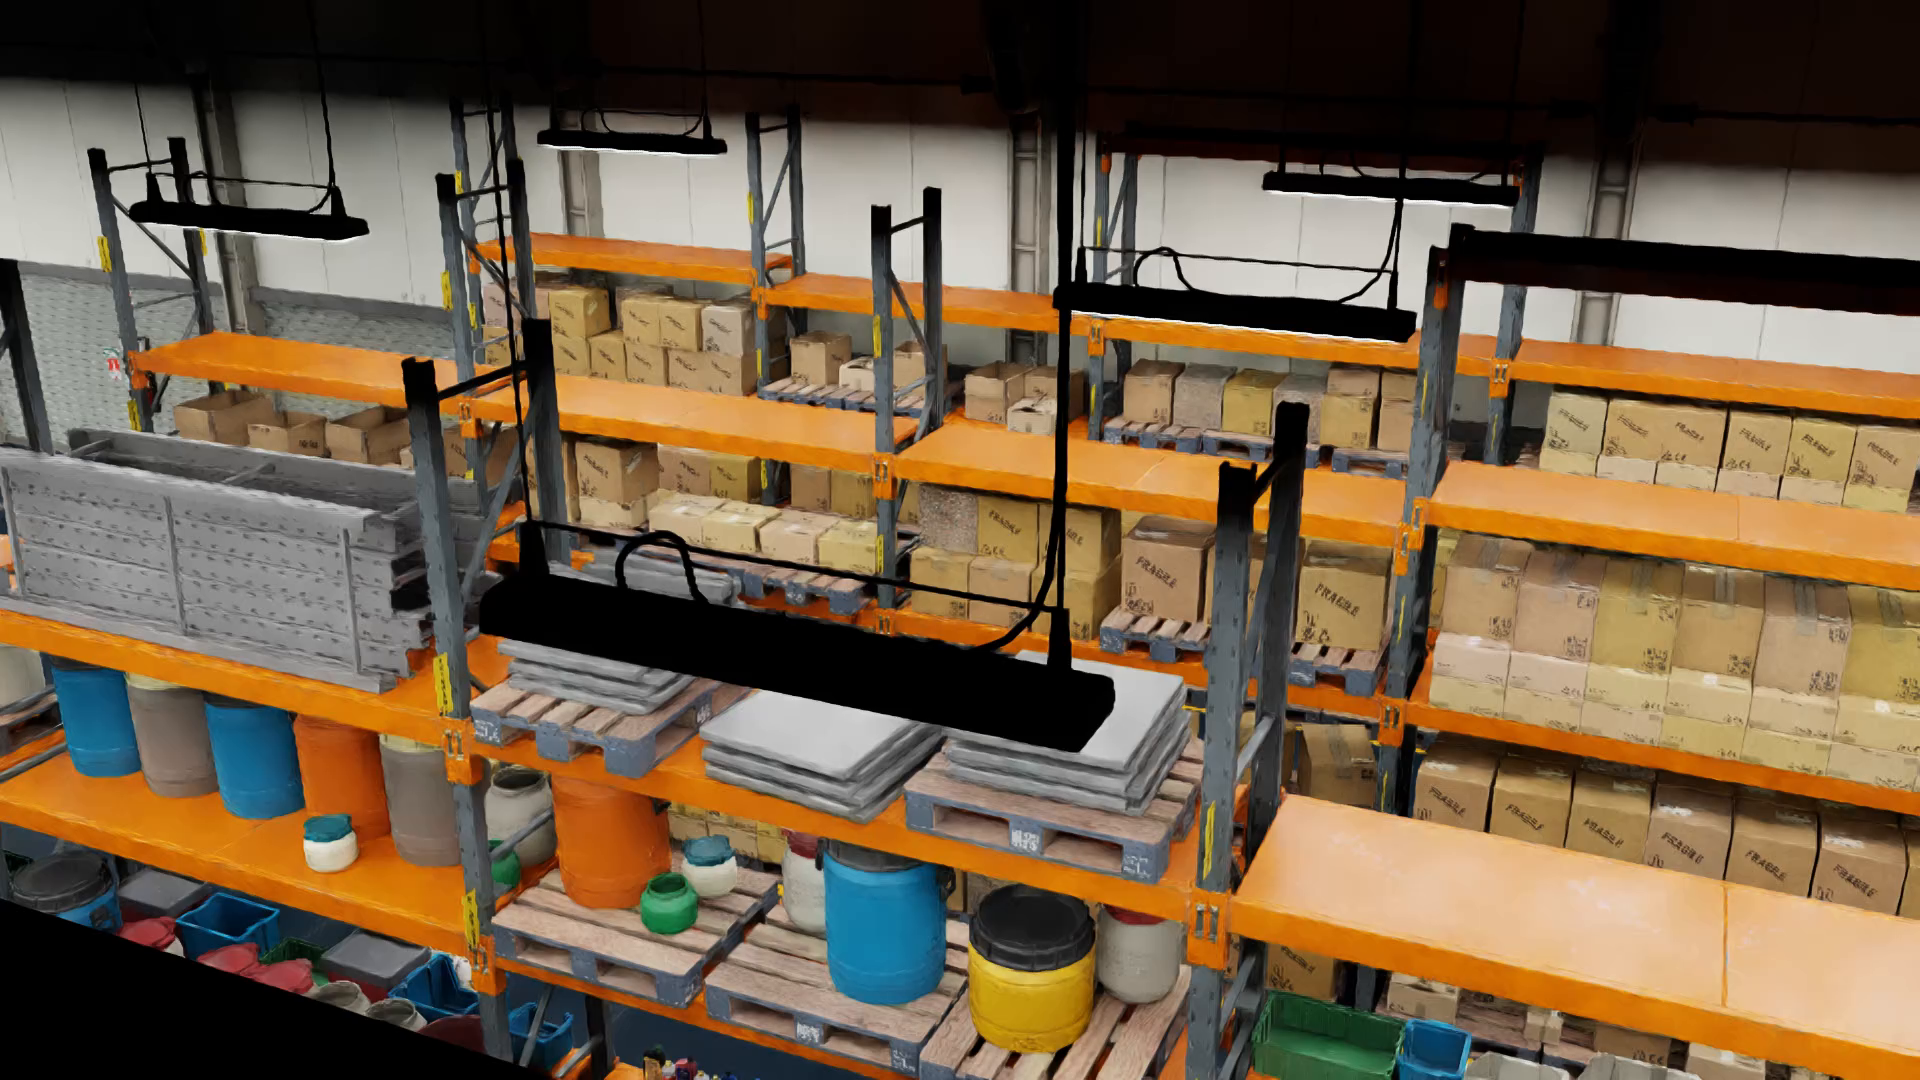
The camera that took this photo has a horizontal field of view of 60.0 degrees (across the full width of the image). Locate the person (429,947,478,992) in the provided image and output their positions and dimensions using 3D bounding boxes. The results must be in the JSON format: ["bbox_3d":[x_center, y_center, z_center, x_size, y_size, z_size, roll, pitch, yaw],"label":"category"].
[{"bbox_3d":[-3.397,3.298,11.506,0.636,1.655,0.568,15,25,35],"label":"person"}]

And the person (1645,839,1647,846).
[{"bbox_3d":[5.967,2.359,14.122,1.081,1.574,0.445,8,22,20],"label":"person"}]
